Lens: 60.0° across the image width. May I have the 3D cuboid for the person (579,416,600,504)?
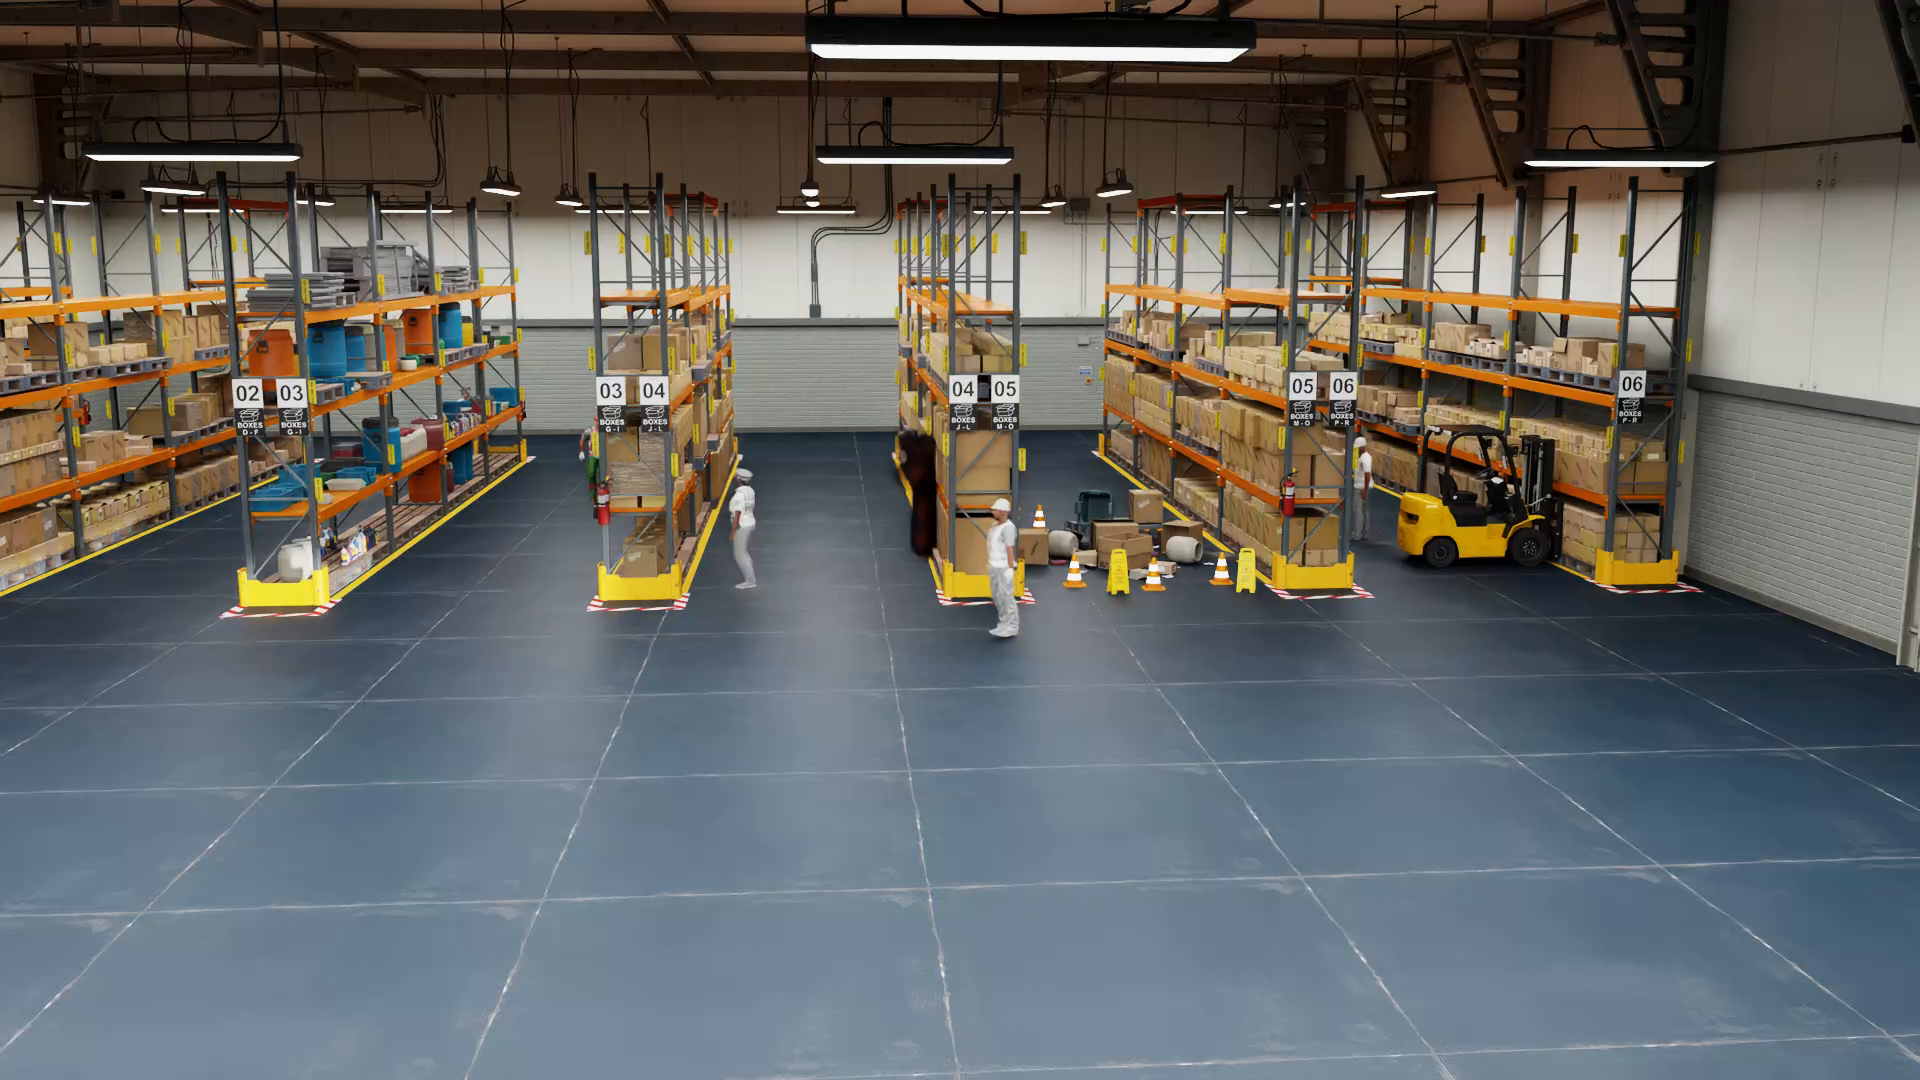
[{"bbox_3d":[-7.183,-1.597,32.955,0.737,1.800,0.877,-1,10,-3],"label":"person"}]

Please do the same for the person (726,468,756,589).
[{"bbox_3d":[-3.029,-0.152,23.190,0.381,1.690,0.504,2,10,12],"label":"person"}]

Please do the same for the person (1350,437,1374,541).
[{"bbox_3d":[6.924,-0.902,28.767,0.439,1.769,0.619,5,11,26],"label":"person"}]

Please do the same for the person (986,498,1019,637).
[{"bbox_3d":[0.543,0.362,21.536,0.368,1.819,0.672,-3,11,-19],"label":"person"}]

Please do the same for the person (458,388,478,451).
[{"bbox_3d":[-11.949,-2.873,40.253,0.557,1.628,1.012,1,10,4],"label":"person"}]
